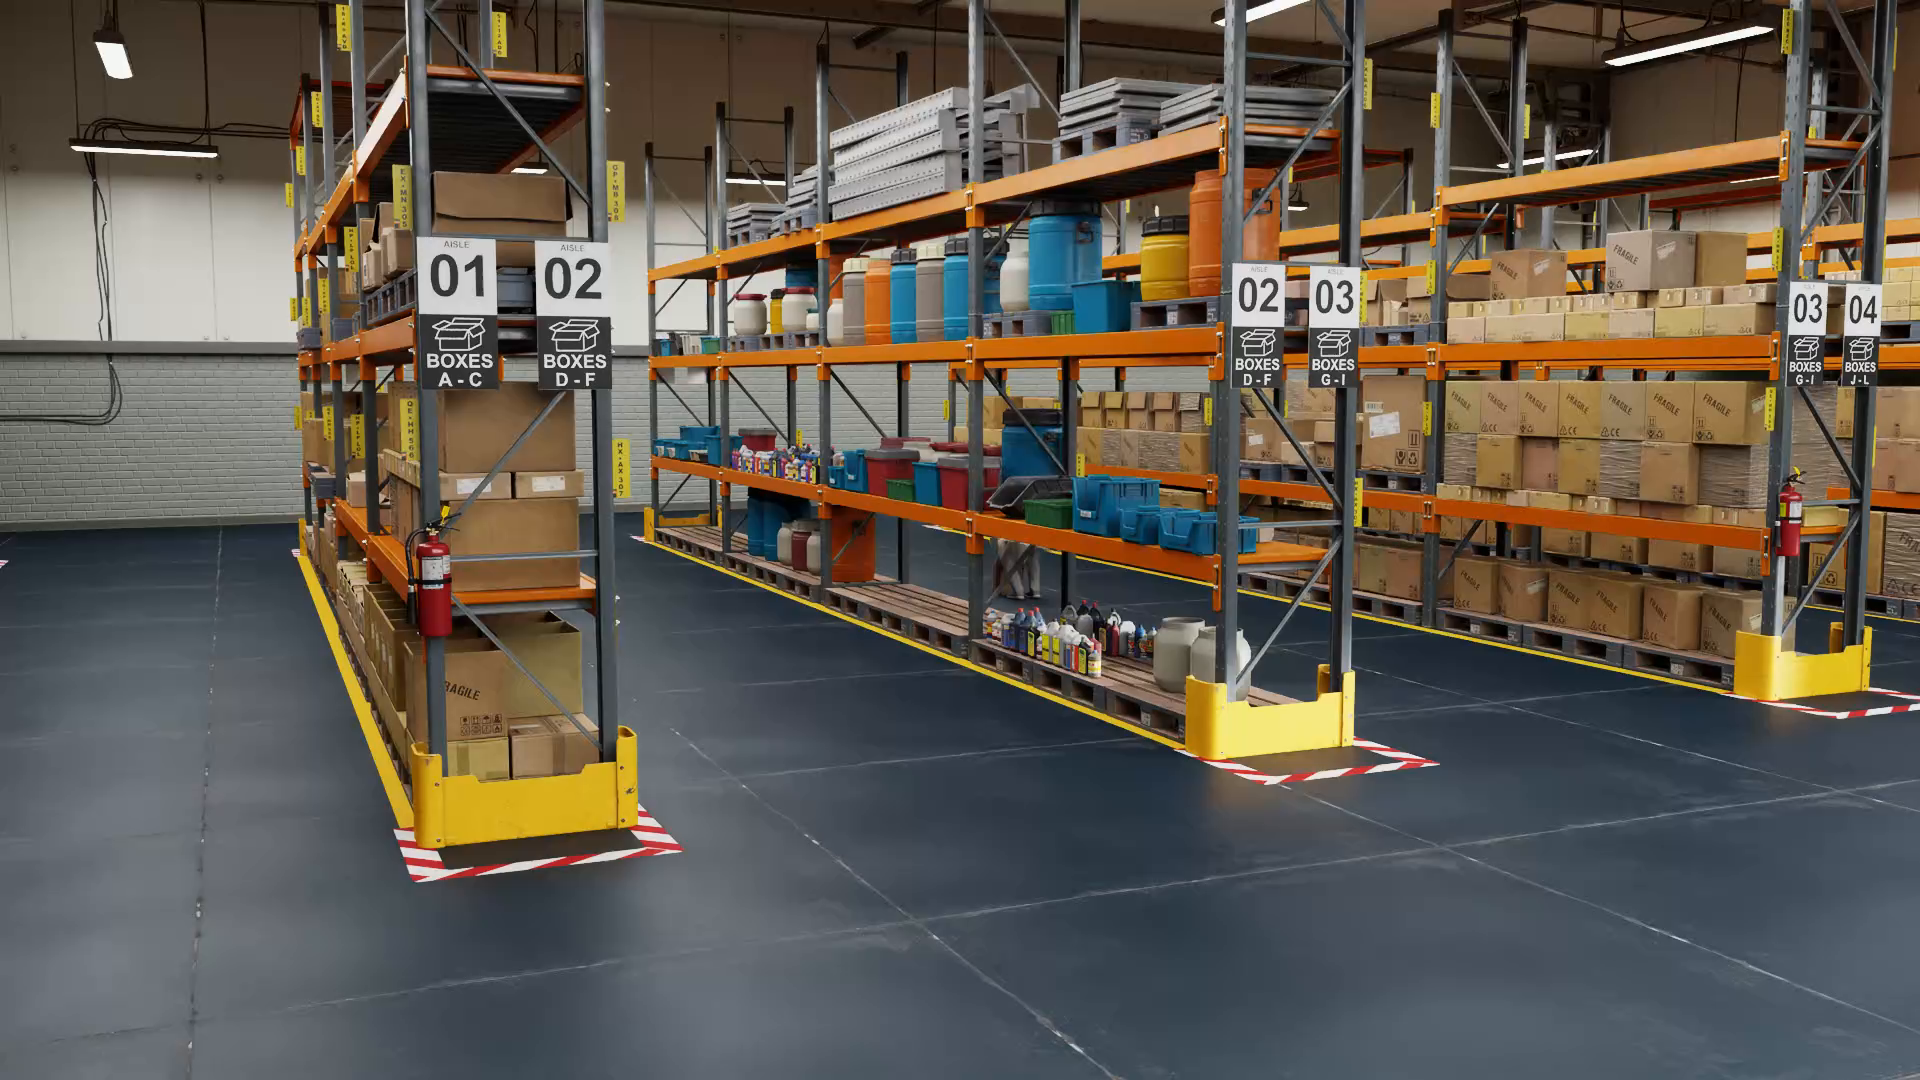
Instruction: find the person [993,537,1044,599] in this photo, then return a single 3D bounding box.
[{"bbox_3d":[0.660,0.176,18.912,0.452,0.949,0.914,-3,6,-27],"label":"person"}]
